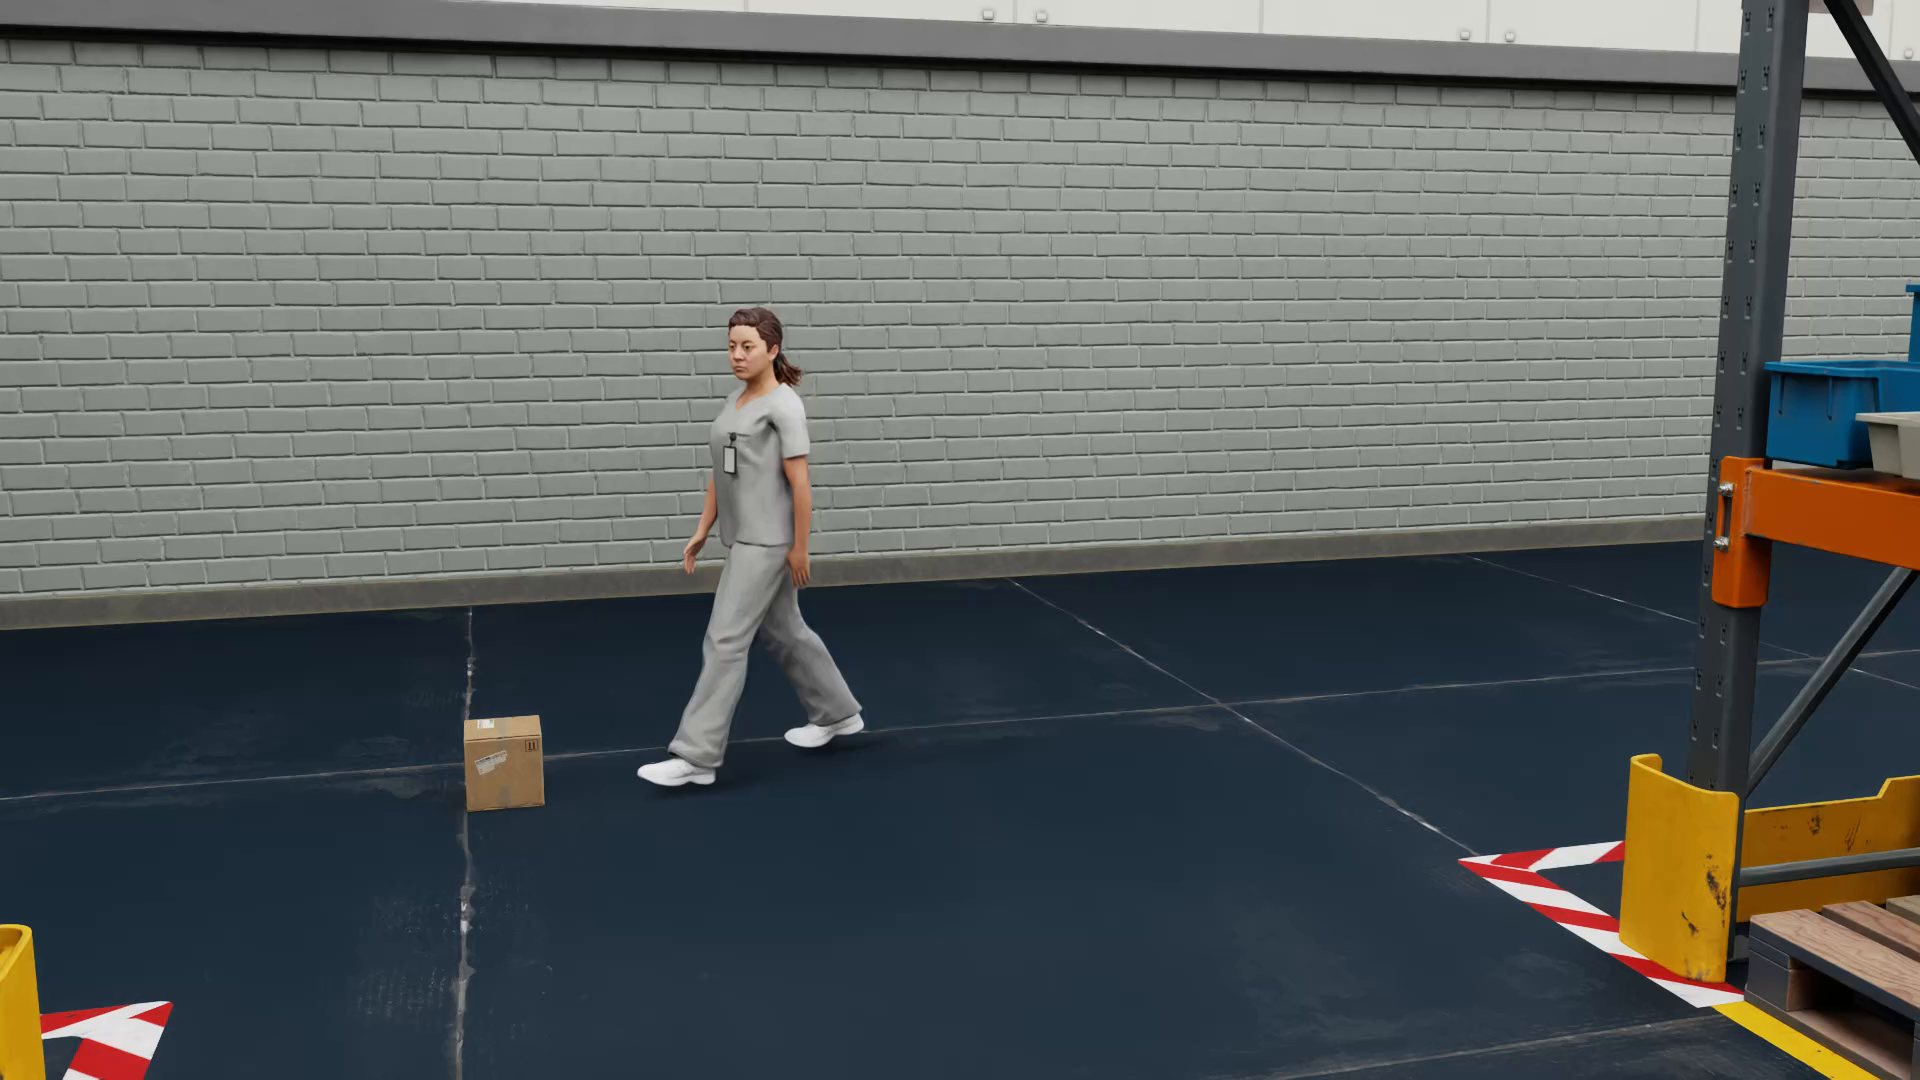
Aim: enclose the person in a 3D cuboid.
[{"bbox_3d":[-0.747,0.005,5.855,0.953,1.633,0.447,-5,11,-30],"label":"person"}]
